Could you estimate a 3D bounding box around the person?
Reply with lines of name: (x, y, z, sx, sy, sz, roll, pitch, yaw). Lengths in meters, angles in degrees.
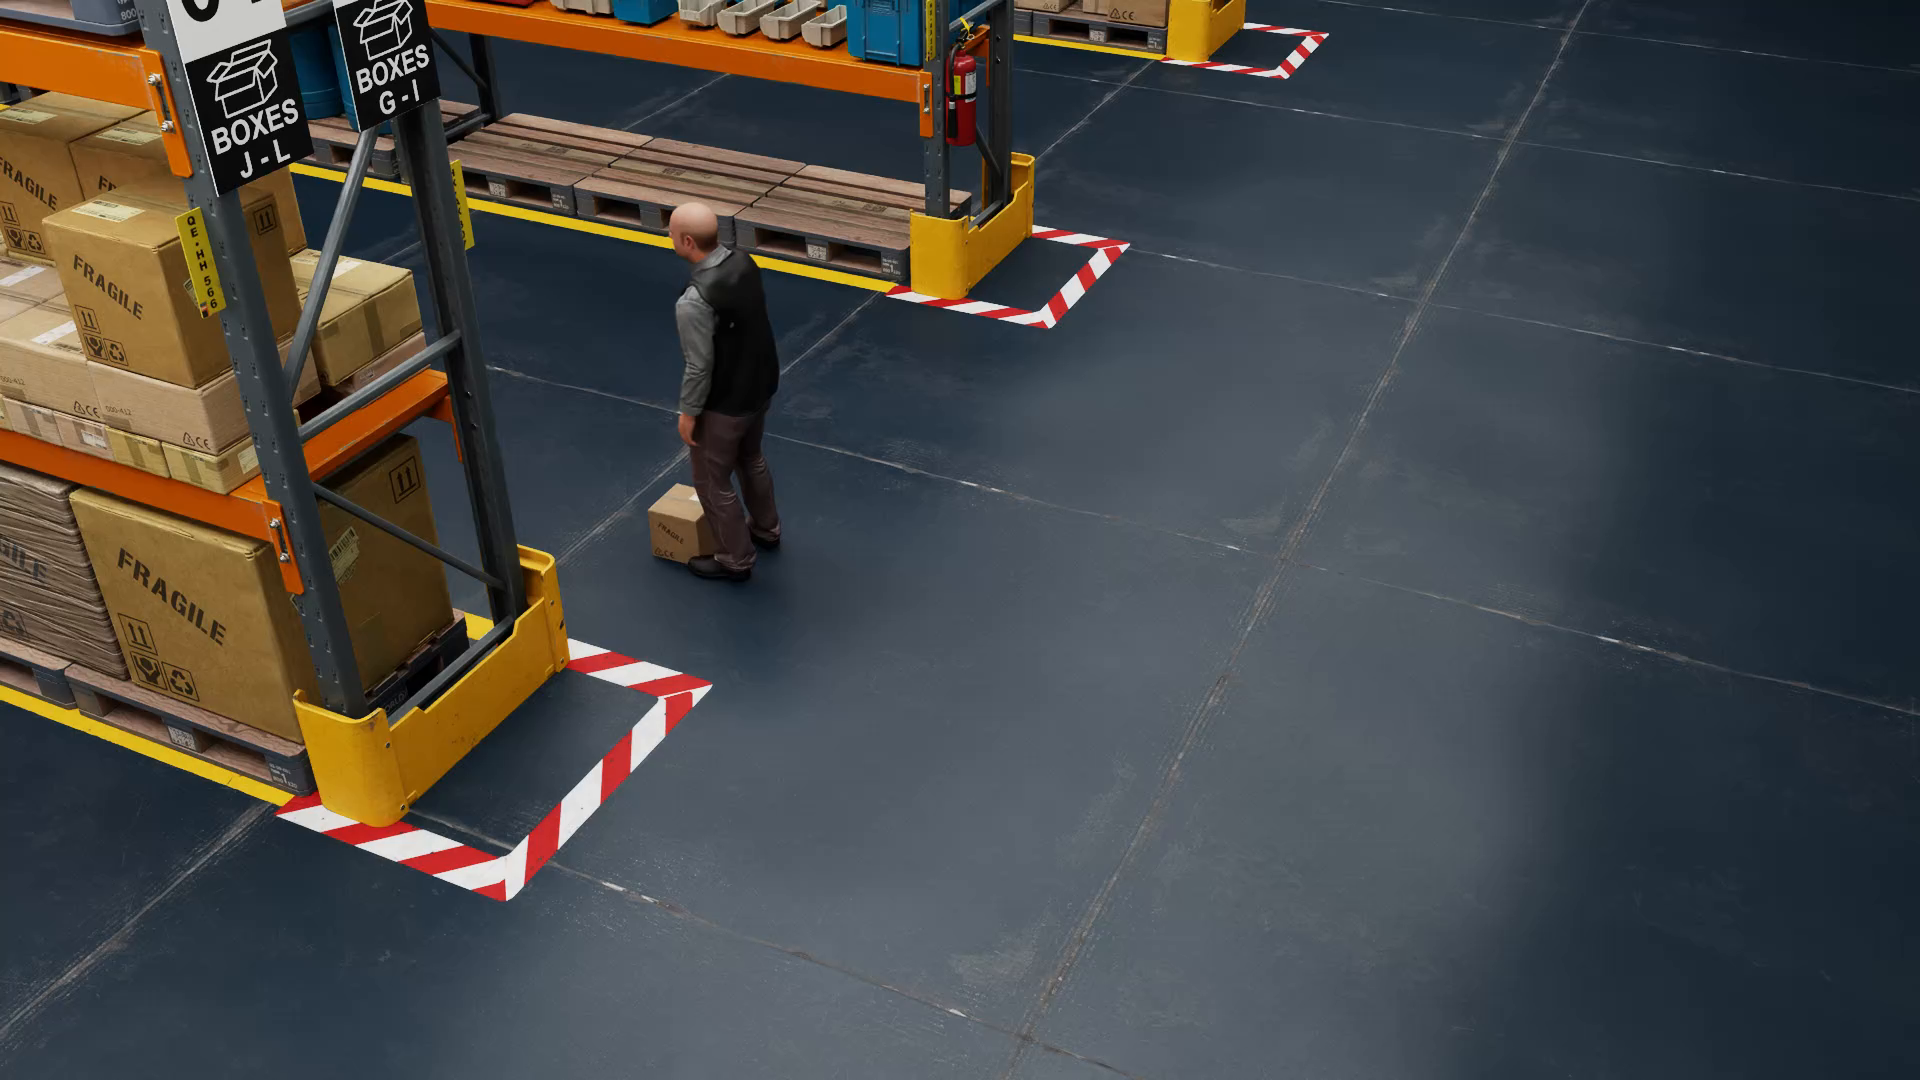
person: (-0.987, -0.617, 7.095, 0.412, 1.722, 0.592, 13, 36, 18)
